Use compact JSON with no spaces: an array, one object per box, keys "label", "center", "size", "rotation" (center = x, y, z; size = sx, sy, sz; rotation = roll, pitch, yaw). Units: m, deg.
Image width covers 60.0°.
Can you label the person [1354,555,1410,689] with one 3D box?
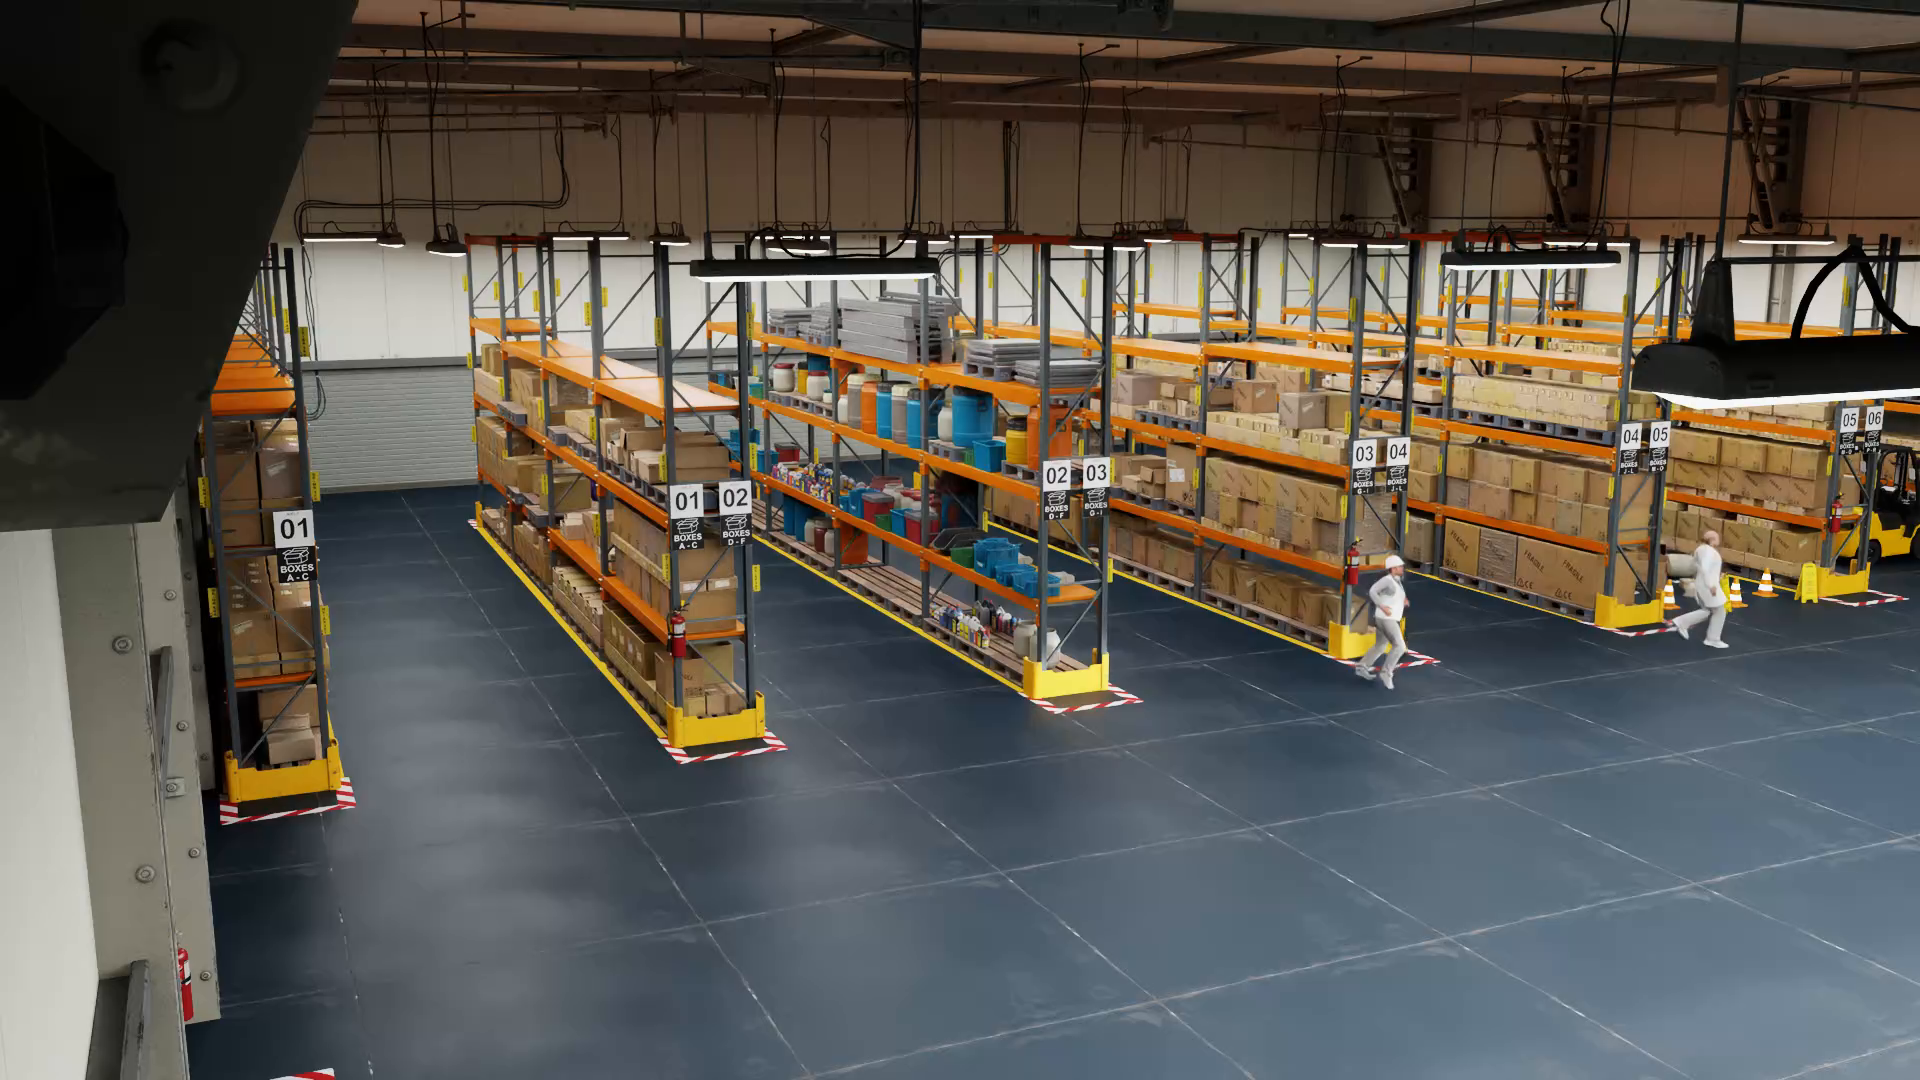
[{"label":"person","center":[5.836,1.114,22.914],"size":[0.686,1.814,0.697],"rotation":[4,12,21]}]

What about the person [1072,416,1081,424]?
[{"label":"person","center":[2.730,-2.203,40.158],"size":[0.581,1.673,0.575],"rotation":[0,11,-1]}]

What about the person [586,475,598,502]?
[{"label":"person","center":[-7.725,-1.185,34.999],"size":[0.851,1.641,0.646],"rotation":[8,13,35]}]

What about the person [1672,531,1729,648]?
[{"label":"person","center":[11.109,0.745,24.809],"size":[0.838,1.769,0.749],"rotation":[1,11,5]}]
